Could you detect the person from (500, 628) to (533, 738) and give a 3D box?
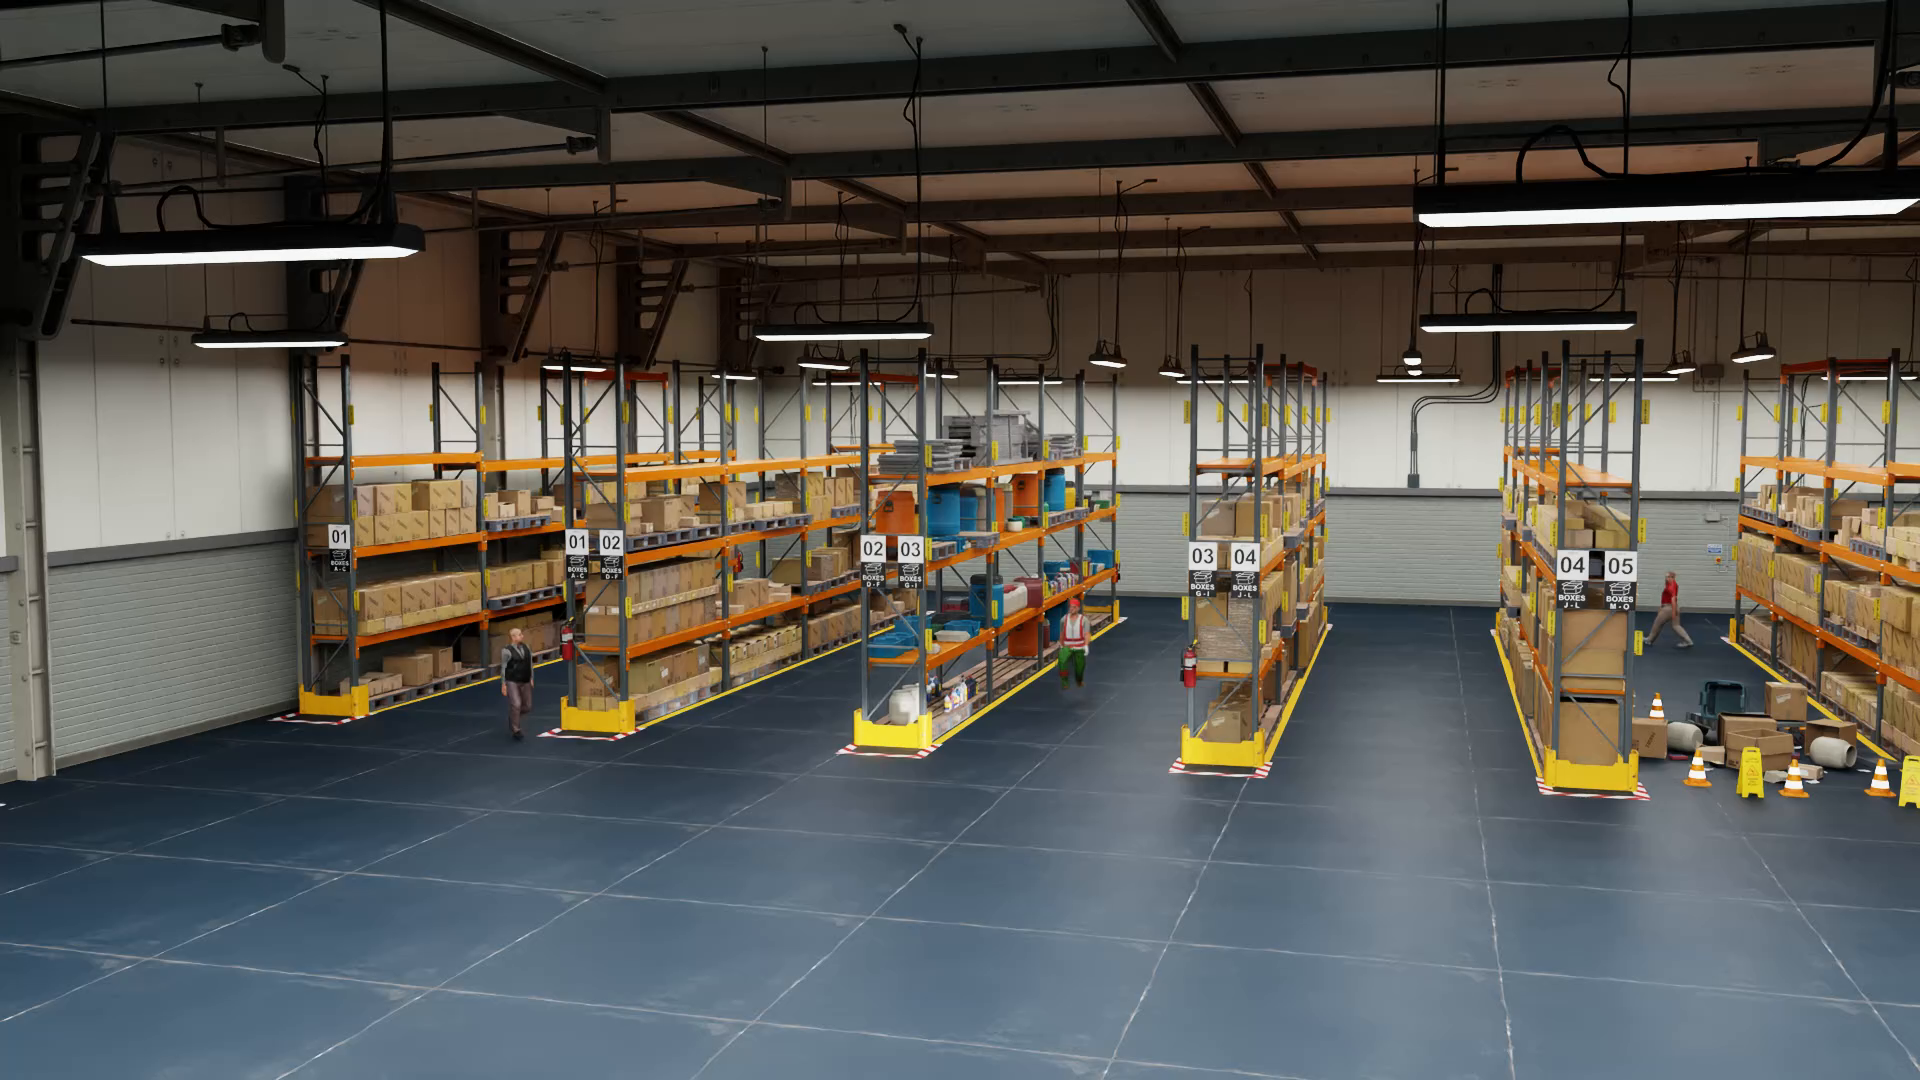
[{"bbox_3d":[-6.910,2.209,25.876,0.551,1.695,0.719,-4,6,-41],"label":"person"}]

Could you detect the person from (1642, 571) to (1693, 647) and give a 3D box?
[{"bbox_3d":[15.255,1.490,35.877,0.494,1.643,1.144,-4,6,-39],"label":"person"}]

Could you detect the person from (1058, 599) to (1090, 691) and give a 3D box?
[{"bbox_3d":[1.968,1.798,28.672,0.554,1.565,1.043,1,4,10],"label":"person"}]
